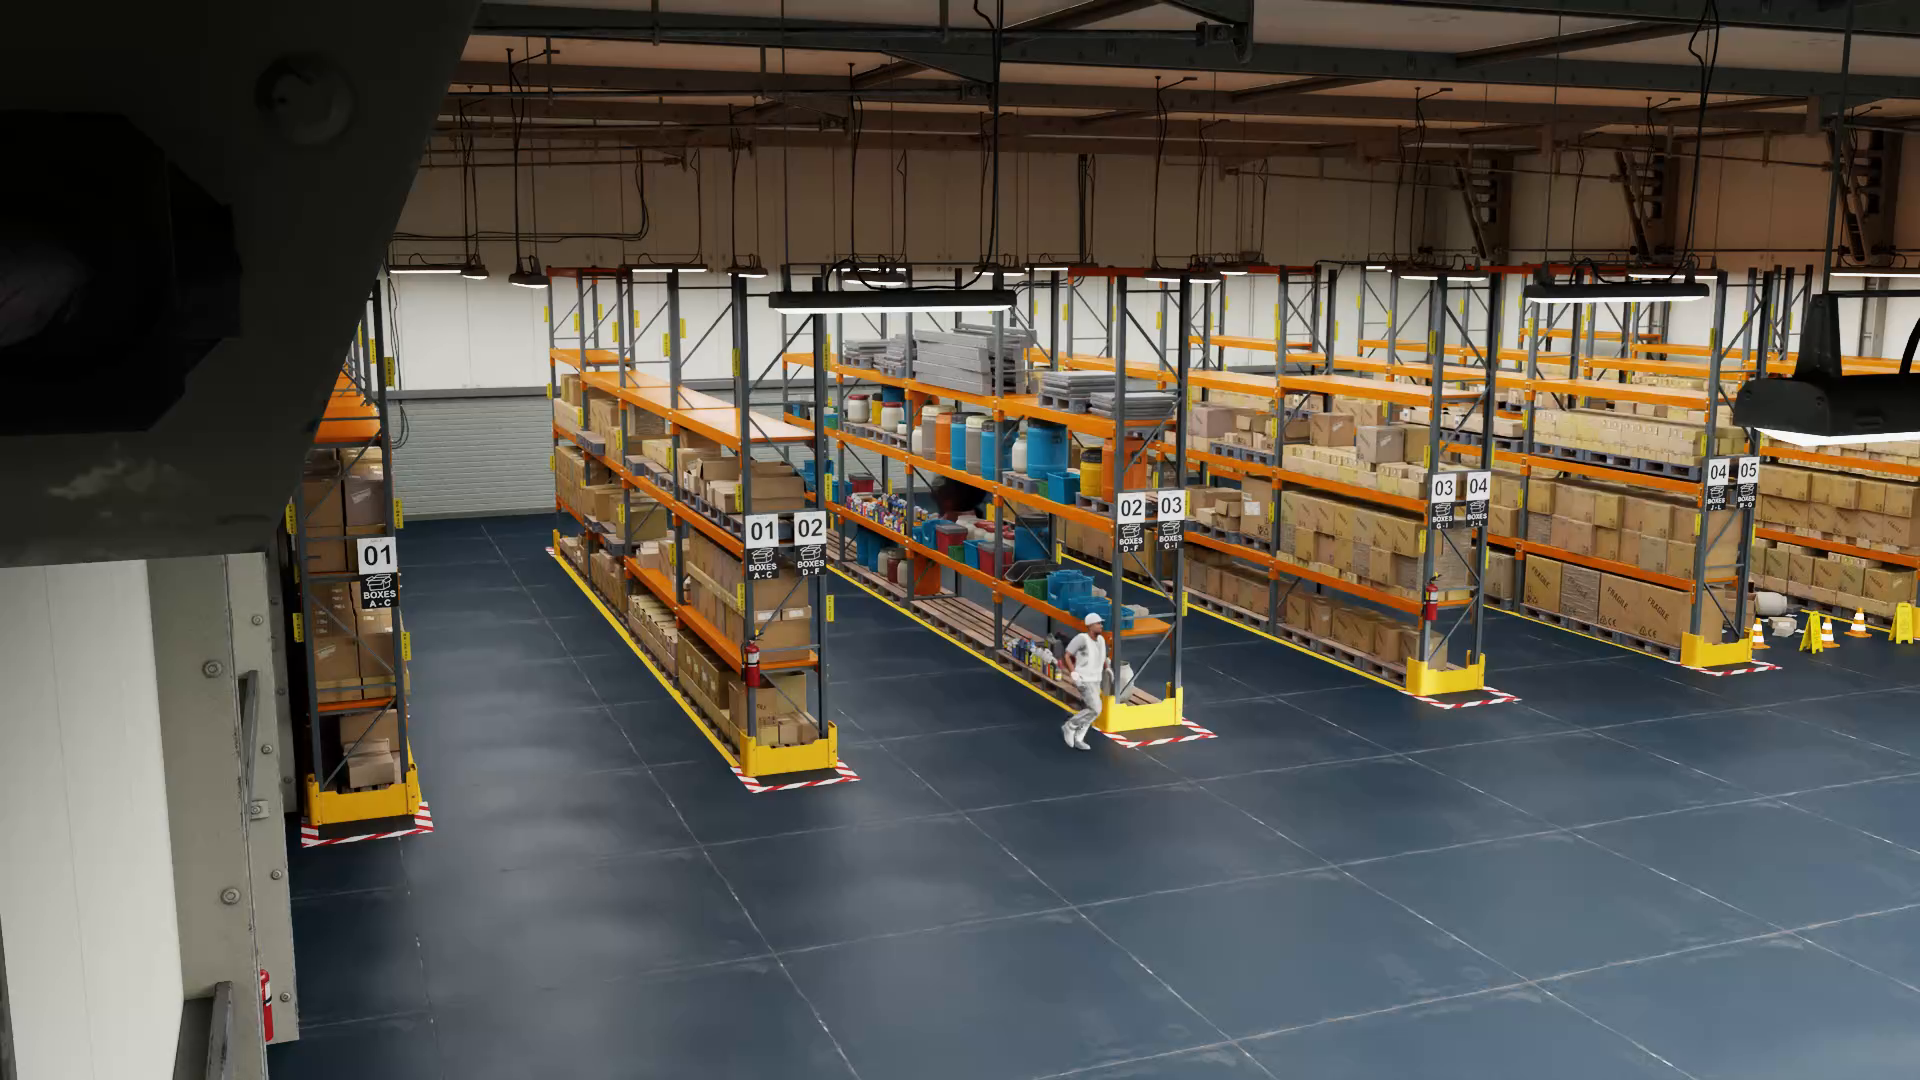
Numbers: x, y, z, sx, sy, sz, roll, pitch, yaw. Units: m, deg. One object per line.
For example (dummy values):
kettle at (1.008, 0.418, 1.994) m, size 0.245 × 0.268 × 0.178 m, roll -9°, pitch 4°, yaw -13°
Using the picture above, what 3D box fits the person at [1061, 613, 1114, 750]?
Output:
person at (1.685, 1.801, 21.335) m, size 0.552 × 1.724 × 0.726 m, roll 6°, pitch 12°, yaw 33°
